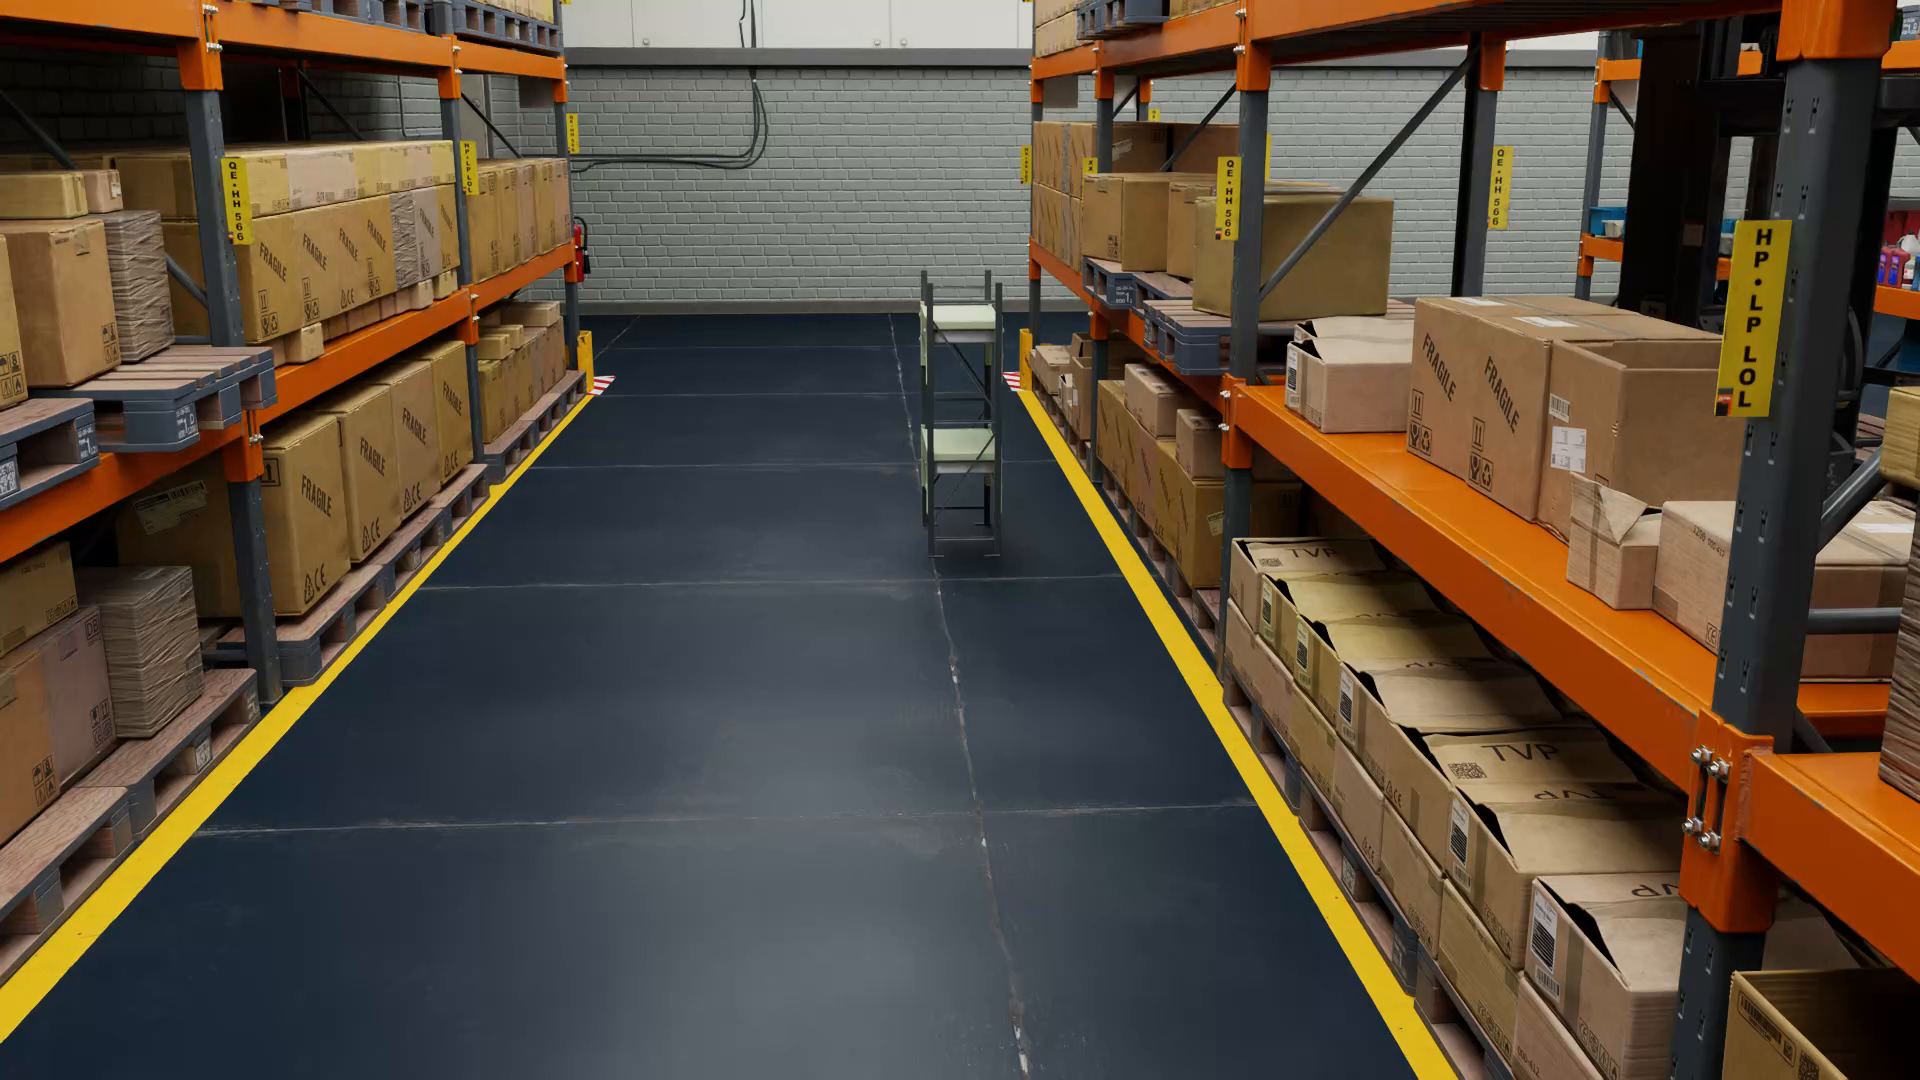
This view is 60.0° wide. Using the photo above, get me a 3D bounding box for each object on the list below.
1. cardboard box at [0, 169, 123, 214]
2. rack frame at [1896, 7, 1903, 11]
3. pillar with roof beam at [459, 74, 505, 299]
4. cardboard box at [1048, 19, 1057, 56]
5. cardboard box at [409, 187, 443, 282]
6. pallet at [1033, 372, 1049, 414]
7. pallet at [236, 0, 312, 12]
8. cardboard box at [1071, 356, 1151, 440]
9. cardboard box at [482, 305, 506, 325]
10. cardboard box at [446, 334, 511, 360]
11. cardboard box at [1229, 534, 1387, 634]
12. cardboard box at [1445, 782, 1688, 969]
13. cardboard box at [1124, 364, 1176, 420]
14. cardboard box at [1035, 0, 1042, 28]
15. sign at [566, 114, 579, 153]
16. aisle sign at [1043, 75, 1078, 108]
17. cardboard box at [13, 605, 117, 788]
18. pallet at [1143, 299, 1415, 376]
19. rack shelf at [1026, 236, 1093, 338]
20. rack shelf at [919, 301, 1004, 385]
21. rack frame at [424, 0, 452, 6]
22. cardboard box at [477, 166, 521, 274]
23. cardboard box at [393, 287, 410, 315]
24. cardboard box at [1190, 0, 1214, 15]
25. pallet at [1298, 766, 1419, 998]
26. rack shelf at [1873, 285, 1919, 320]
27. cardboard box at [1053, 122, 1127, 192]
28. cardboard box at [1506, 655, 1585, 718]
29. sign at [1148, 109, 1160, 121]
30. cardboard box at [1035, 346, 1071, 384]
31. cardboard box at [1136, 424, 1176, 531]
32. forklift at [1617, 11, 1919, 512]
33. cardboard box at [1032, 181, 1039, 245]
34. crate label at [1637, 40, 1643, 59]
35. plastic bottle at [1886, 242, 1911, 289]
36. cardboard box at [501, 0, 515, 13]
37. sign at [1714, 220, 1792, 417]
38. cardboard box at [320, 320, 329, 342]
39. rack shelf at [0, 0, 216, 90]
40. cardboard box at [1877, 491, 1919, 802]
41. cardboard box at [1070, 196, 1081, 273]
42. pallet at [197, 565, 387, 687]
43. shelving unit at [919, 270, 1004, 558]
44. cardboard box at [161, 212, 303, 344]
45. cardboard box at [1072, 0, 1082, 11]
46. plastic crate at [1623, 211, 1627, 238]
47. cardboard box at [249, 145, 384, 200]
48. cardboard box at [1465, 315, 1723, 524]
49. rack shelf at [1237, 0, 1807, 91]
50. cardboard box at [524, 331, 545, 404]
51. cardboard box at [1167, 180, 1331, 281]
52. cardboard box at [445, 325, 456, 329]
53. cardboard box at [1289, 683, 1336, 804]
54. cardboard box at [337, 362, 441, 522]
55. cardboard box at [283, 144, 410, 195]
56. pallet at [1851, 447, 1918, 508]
[{"bbox_3d":[-3.279,-1.262,6.026,0.380,0.149,0.250,-3,15,-11],"label":"cardboard box"},{"bbox_3d":[6.310,-4.825,10.219,1.000,3.000,0.127,-1,14,-3],"label":"rack frame"},{"bbox_3d":[-0.560,-6.391,16.308,9.100,9.000,0.400,-1,14,-3],"label":"pillar with roof beam"},{"bbox_3d":[0.947,-3.838,12.706,0.500,0.250,0.500,-1,14,-3],"label":"cardboard box"},{"bbox_3d":[-3.256,-1.731,9.397,0.500,0.500,0.500,-1,14,-3],"label":"cardboard box"},{"bbox_3d":[1.173,-1.271,14.043,1.003,0.211,1.213,-1,14,-3],"label":"pallet"},{"bbox_3d":[-3.423,-2.292,6.775,1.213,0.211,1.003,0,14,-1],"label":"pallet"},{"bbox_3d":[1.048,-0.984,11.464,0.500,0.500,0.500,-1,14,-3],"label":"cardboard box"},{"bbox_3d":[-3.858,-1.798,13.366,0.380,0.149,0.250,-1,14,-3],"label":"cardboard box"},{"bbox_3d":[-3.361,-1.349,11.622,0.380,0.149,0.250,0,14,-2],"label":"cardboard box"},{"bbox_3d":[1.353,0.142,6.504,0.500,0.311,0.500,0,14,-2],"label":"cardboard box"},{"bbox_3d":[1.512,0.777,4.038,0.500,0.311,0.500,0,14,-2],"label":"cardboard box"},{"bbox_3d":[1.215,-0.837,9.388,0.500,0.250,0.500,-1,14,-3],"label":"cardboard box"},{"bbox_3d":[0.890,-4.329,13.610,0.500,0.250,0.500,-1,14,-3],"label":"cardboard box"},{"bbox_3d":[-3.283,-3.442,14.084,0.100,0.325,0.005,-1,14,-3],"label":"sign"},{"bbox_3d":[0.821,-4.110,14.264,0.394,0.787,0.004,-1,14,-3],"label":"aisle sign"},{"bbox_3d":[-3.318,0.534,5.565,0.700,0.500,0.500,-1,14,-4],"label":"cardboard box"},{"bbox_3d":[1.502,-0.924,7.482,1.213,0.211,1.003,-1,14,-3],"label":"pallet"},{"bbox_3d":[1.242,-1.993,12.696,1.077,0.370,4.000,-1,14,-3],"label":"rack shelf"},{"bbox_3d":[0.000,-1.103,9.236,0.431,0.370,0.720,-1,14,-3],"label":"rack shelf"},{"bbox_3d":[-3.578,-4.672,9.625,1.000,3.000,0.127,-1,14,-3],"label":"rack frame"},{"bbox_3d":[-3.635,-2.229,11.566,0.980,0.700,0.700,-1,14,-5],"label":"cardboard box"},{"bbox_3d":[-3.240,-1.321,9.104,0.380,0.149,0.250,-1,14,-3],"label":"cardboard box"},{"bbox_3d":[1.522,-2.585,7.333,0.910,0.500,0.500,-1,14,-3],"label":"cardboard box"},{"bbox_3d":[1.698,1.009,5.180,1.003,0.211,1.213,-1,14,-3],"label":"pallet"},{"bbox_3d":[6.434,-1.074,9.123,1.077,0.370,4.000,-1,14,-3],"label":"rack shelf"},{"bbox_3d":[0.981,-2.876,12.478,0.500,0.500,0.500,-1,14,-4],"label":"cardboard box"},{"bbox_3d":[1.988,0.513,5.061,0.500,0.311,0.500,0,14,-2],"label":"cardboard box"},{"bbox_3d":[1.673,-3.556,14.370,0.100,0.325,0.005,-1,14,-3],"label":"sign"},{"bbox_3d":[0.900,-1.456,13.802,0.500,0.250,0.500,-1,14,-3],"label":"cardboard box"},{"bbox_3d":[1.251,-0.340,8.961,0.500,0.500,0.500,-1,14,-6],"label":"cardboard box"},{"bbox_3d":[3.454,-0.762,6.607,1.130,2.935,3.031,-7,16,-26],"label":"forklift"},{"bbox_3d":[0.883,-2.773,14.083,0.500,0.500,0.500,-1,14,-2],"label":"cardboard box"},{"bbox_3d":[5.797,-4.061,13.567,0.408,0.251,0.502,-1,14,-3],"label":"crate label"},{"bbox_3d":[5.915,-1.732,10.473,0.061,0.283,0.133,-1,14,-3],"label":"plastic bottle"},{"bbox_3d":[-3.414,-3.829,11.625,0.500,0.250,0.500,-1,14,-5],"label":"cardboard box"},{"bbox_3d":[1.321,-0.366,2.764,0.100,0.325,0.005,-1,14,-3],"label":"sign"},{"bbox_3d":[-3.222,-1.001,7.859,0.380,0.149,0.250,-1,14,-2],"label":"cardboard box"},{"bbox_3d":[-3.206,-1.379,4.289,1.077,0.370,4.000,-1,14,-3],"label":"rack shelf"},{"bbox_3d":[1.896,0.207,2.500,0.700,0.500,0.500,-1,14,-5],"label":"cardboard box"},{"bbox_3d":[1.046,-2.141,11.627,0.500,0.500,0.500,0,14,-2],"label":"cardboard box"},{"bbox_3d":[-3.304,0.381,7.620,1.003,0.211,1.213,-1,14,-3],"label":"pallet"},{"bbox_3d":[0.000,-0.725,9.333,0.431,1.500,0.755,-1,14,-3],"label":"shelving unit"},{"bbox_3d":[-3.105,-1.099,6.939,0.500,0.500,0.500,0,14,-2],"label":"cardboard box"},{"bbox_3d":[1.037,-3.707,11.193,0.500,0.250,0.500,-1,14,-3],"label":"cardboard box"},{"bbox_3d":[5.790,-2.632,13.952,0.416,0.233,0.300,-1,14,-3],"label":"plastic crate"},{"bbox_3d":[-3.208,-1.839,8.311,0.500,0.250,0.500,-1,14,-5],"label":"cardboard box"},{"bbox_3d":[1.767,-0.350,4.665,0.500,0.500,0.500,-1,14,-3],"label":"cardboard box"},{"bbox_3d":[1.738,-1.456,4.590,1.077,0.370,4.000,-1,14,-3],"label":"rack shelf"},{"bbox_3d":[-3.620,-1.332,12.858,0.700,0.500,0.500,-1,14,-5],"label":"cardboard box"},{"bbox_3d":[1.537,-1.657,8.905,0.700,0.500,0.500,-5,15,-18],"label":"cardboard box"},{"bbox_3d":[-3.777,-1.481,12.136,0.380,0.149,0.250,-1,14,-3],"label":"cardboard box"},{"bbox_3d":[1.424,0.668,5.585,0.500,0.250,0.500,-1,14,-5],"label":"cardboard box"},{"bbox_3d":[-3.350,-0.548,9.109,0.750,0.750,0.750,0,14,-2],"label":"cardboard box"},{"bbox_3d":[-3.240,-1.966,8.803,0.500,0.250,0.500,-1,14,-2],"label":"cardboard box"},{"bbox_3d":[6.316,-0.377,10.566,1.003,0.211,1.213,-1,14,-3],"label":"pallet"}]
